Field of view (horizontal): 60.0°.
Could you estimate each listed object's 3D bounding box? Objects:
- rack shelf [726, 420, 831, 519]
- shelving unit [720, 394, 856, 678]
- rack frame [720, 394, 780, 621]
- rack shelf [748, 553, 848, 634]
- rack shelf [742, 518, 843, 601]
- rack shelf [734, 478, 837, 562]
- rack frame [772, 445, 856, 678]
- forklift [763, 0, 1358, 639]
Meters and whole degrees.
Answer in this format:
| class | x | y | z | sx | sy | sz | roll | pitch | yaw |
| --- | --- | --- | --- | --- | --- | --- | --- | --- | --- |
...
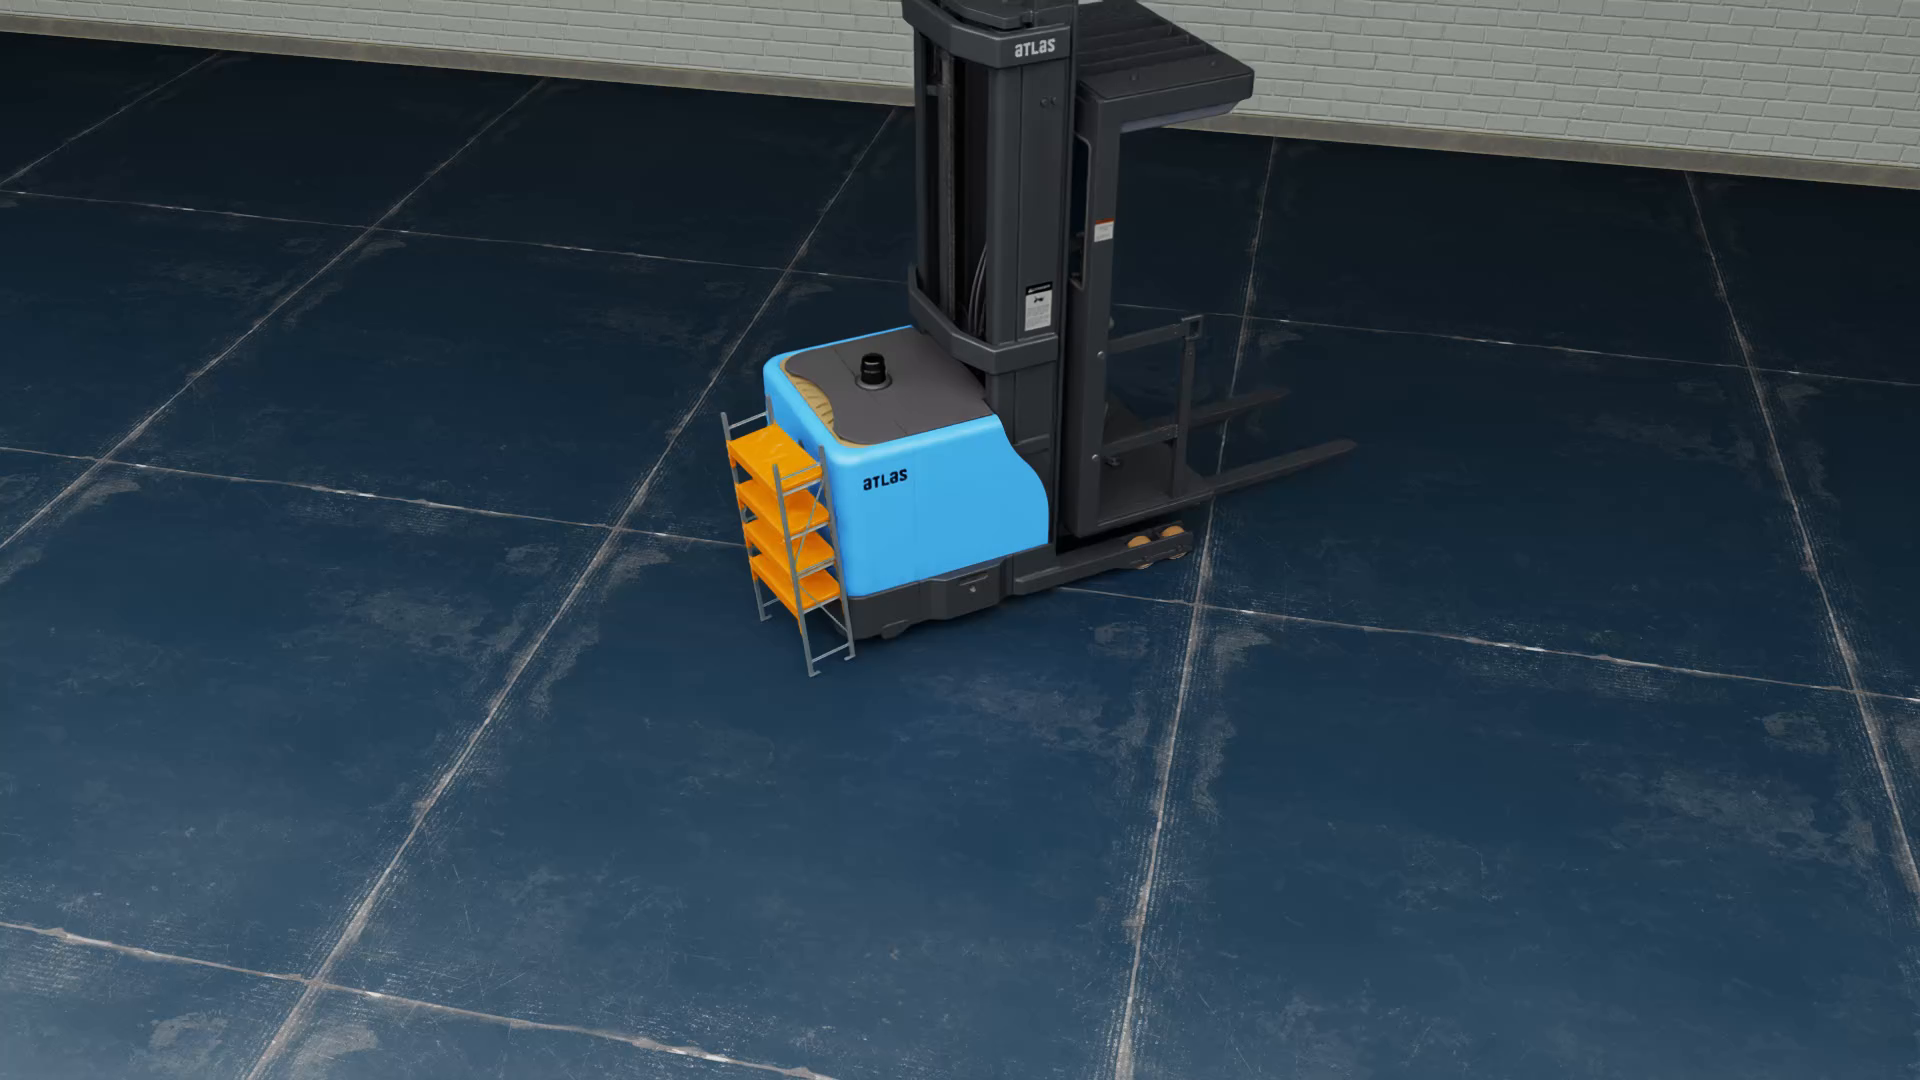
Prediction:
| class | x | y | z | sx | sy | sz | roll | pitch | yaw |
| --- | --- | --- | --- | --- | --- | --- | --- | --- | --- |
| rack shelf | -0.793 | -0.312 | 7.244 | 0.258 | 0.148 | 0.480 | -25 | 42 | -23 |
| shelving unit | -0.765 | -0.006 | 7.488 | 0.258 | 1.200 | 0.503 | -25 | 42 | -23 |
| rack frame | -0.896 | -0.126 | 7.655 | 0.240 | 1.200 | 0.015 | -25 | 42 | -23 |
| rack shelf | -0.745 | 0.202 | 7.654 | 0.258 | 0.148 | 0.480 | -25 | 42 | -23 |
| rack shelf | -0.760 | 0.047 | 7.530 | 0.258 | 0.148 | 0.480 | -25 | 42 | -23 |
| rack shelf | -0.776 | -0.128 | 7.391 | 0.258 | 0.148 | 0.480 | -25 | 42 | -23 |
| rack frame | -0.633 | 0.115 | 7.322 | 0.240 | 1.200 | 0.015 | -25 | 42 | -23 |
| forklift | 0.610 | -1.304 | 7.822 | 3.031 | 2.935 | 1.130 | -16 | 39 | -20 |
